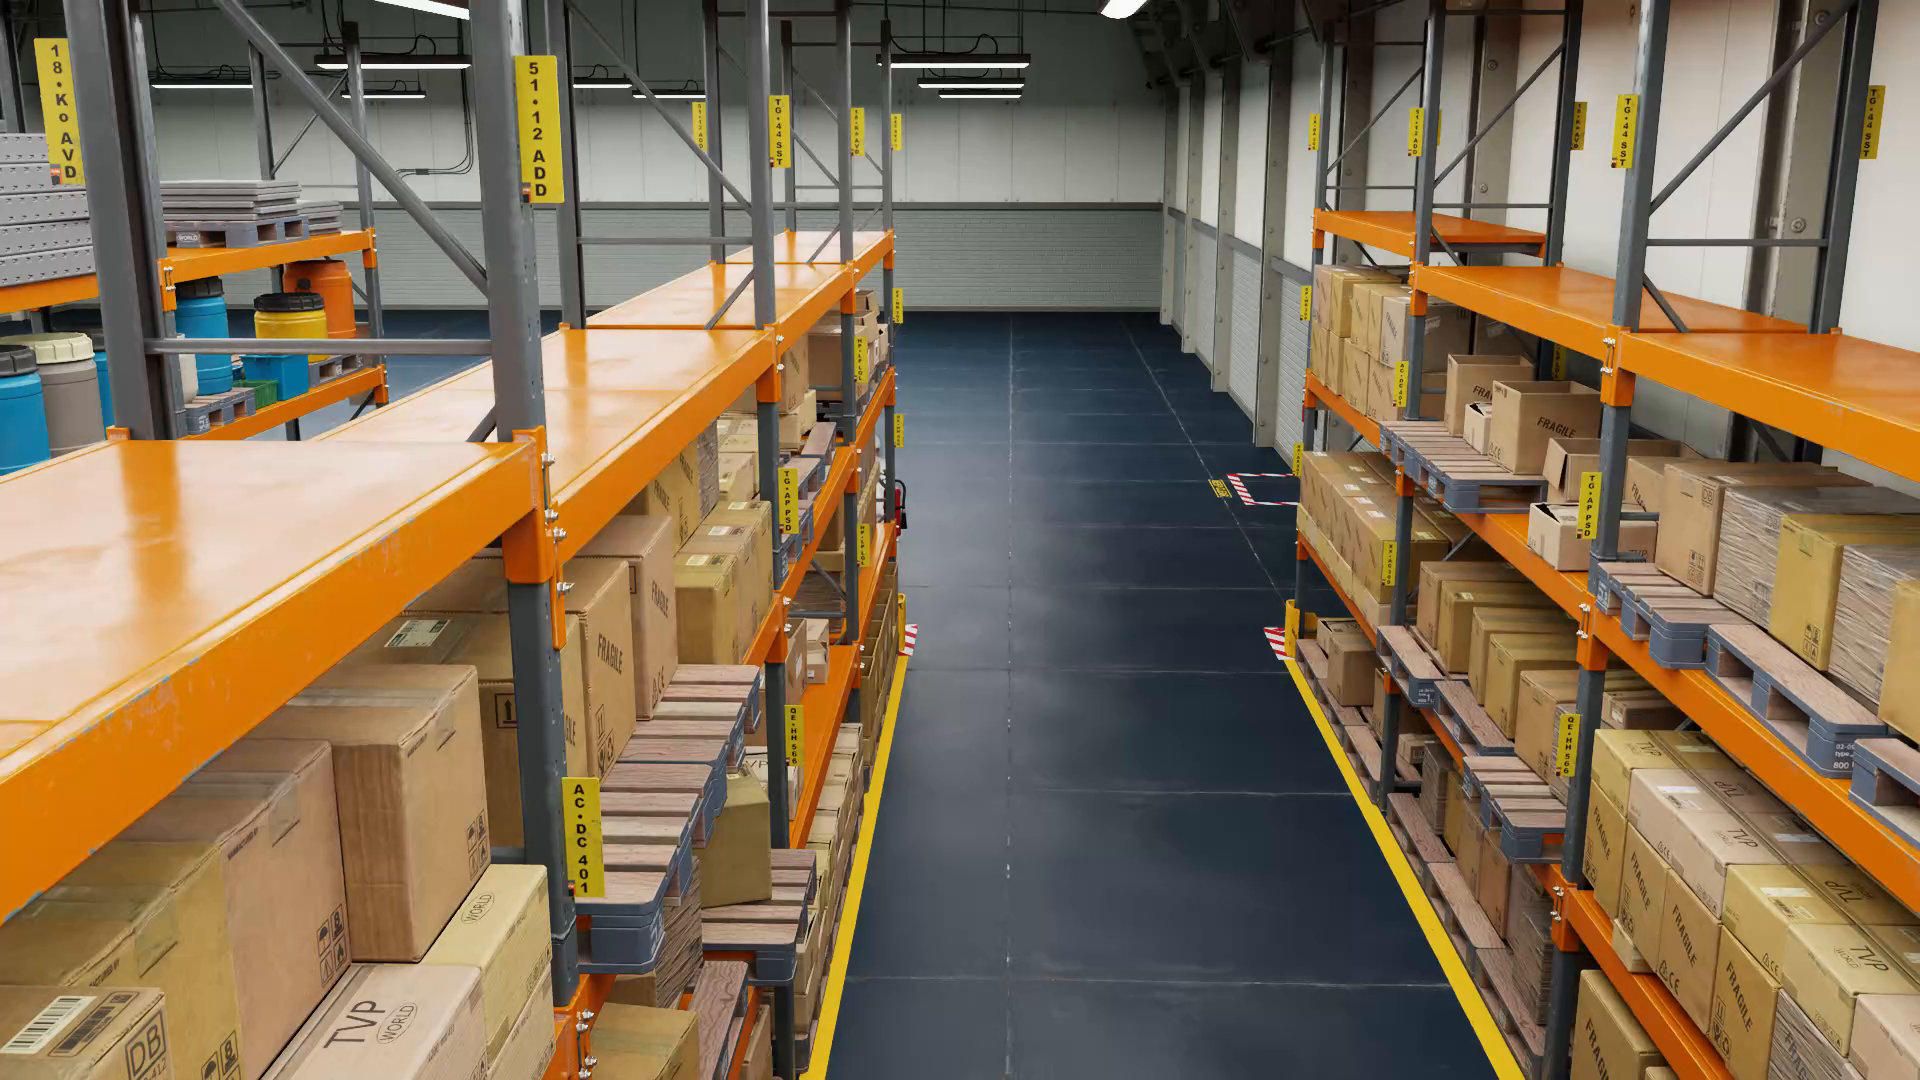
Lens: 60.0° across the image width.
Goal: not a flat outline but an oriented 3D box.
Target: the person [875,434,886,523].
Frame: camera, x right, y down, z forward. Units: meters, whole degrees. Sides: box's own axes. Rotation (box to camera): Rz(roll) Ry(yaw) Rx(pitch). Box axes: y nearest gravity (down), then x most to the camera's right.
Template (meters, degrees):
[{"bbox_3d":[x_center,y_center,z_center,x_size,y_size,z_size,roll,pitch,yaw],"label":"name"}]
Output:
[{"bbox_3d":[-0.973,-0.322,18.629,0.493,1.770,0.575,0,14,0],"label":"person"}]
